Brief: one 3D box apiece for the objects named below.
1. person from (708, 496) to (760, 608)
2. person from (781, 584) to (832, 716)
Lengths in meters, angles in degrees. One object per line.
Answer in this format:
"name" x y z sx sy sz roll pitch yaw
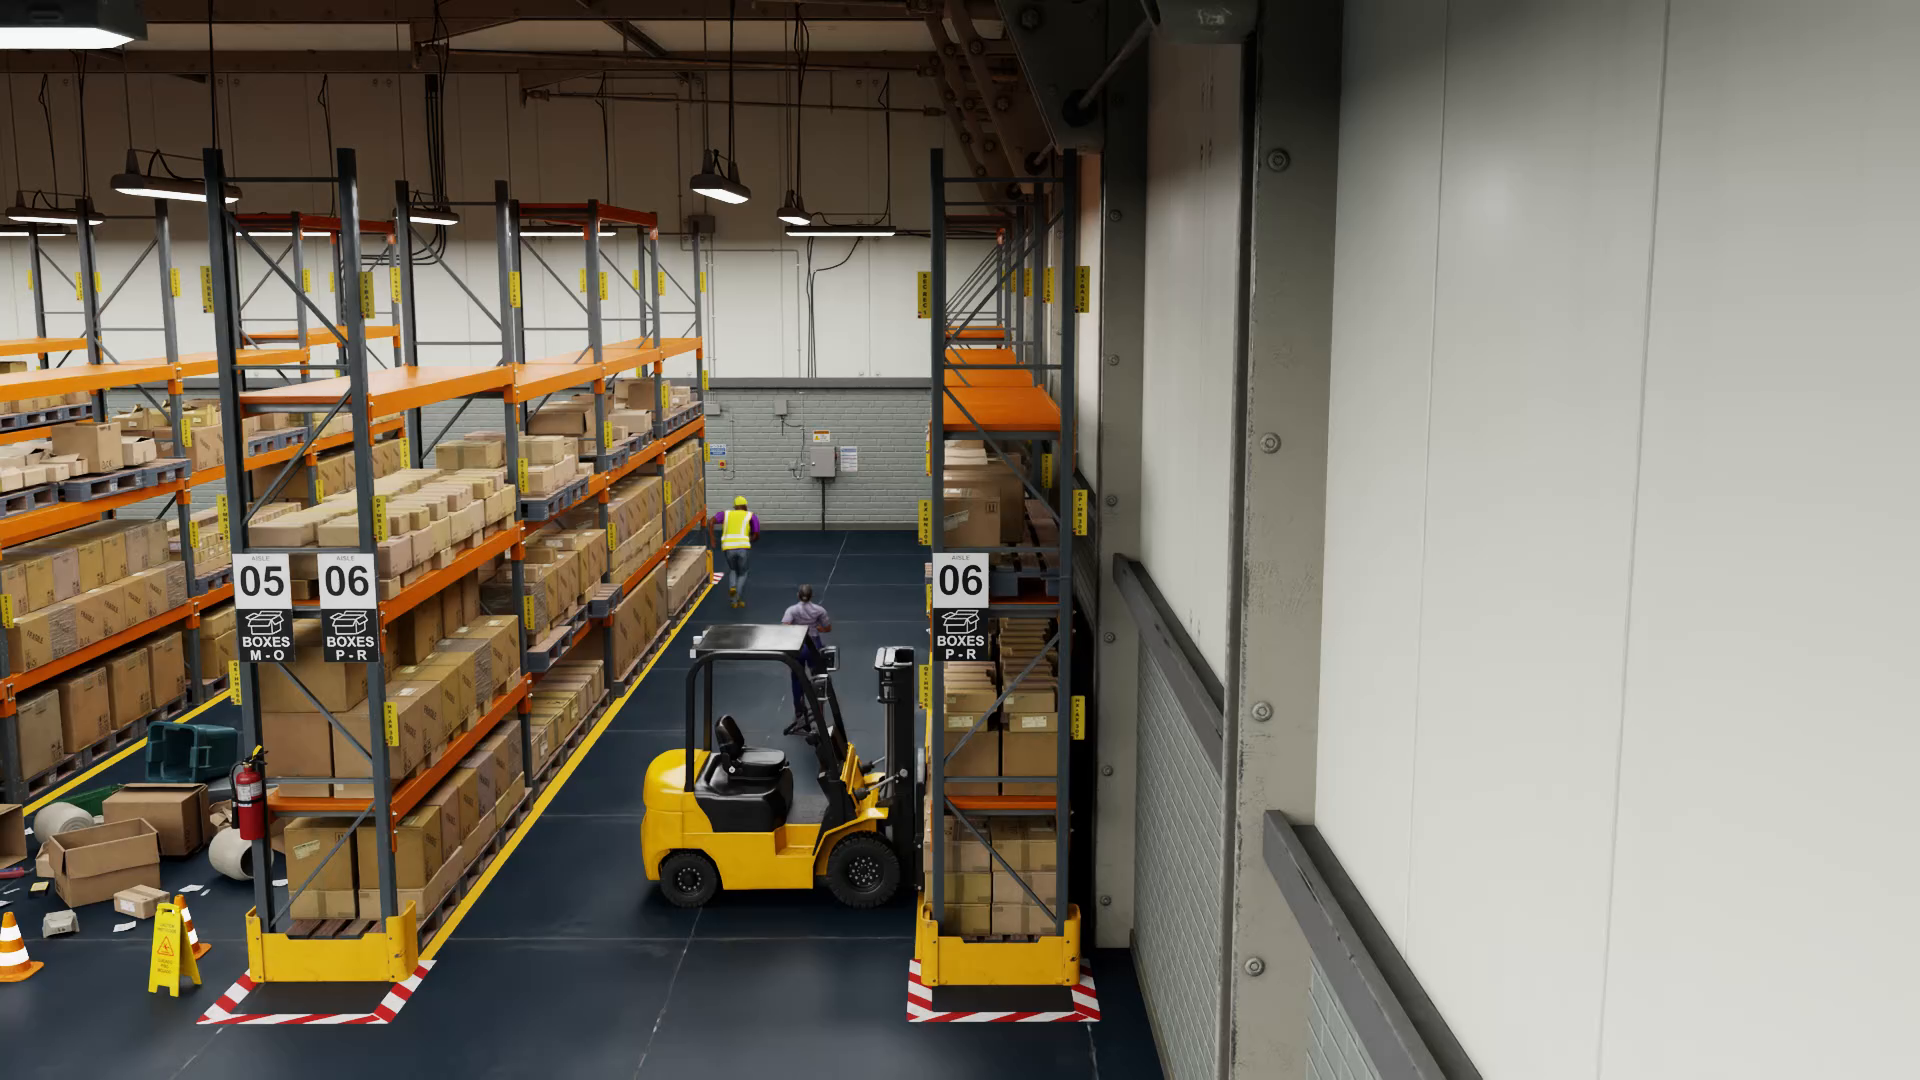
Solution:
"person" -3.341 0.163 24.661 0.739 1.590 0.804 0 9 2
"person" -1.793 1.298 19.247 0.623 1.614 0.861 -2 9 -11
